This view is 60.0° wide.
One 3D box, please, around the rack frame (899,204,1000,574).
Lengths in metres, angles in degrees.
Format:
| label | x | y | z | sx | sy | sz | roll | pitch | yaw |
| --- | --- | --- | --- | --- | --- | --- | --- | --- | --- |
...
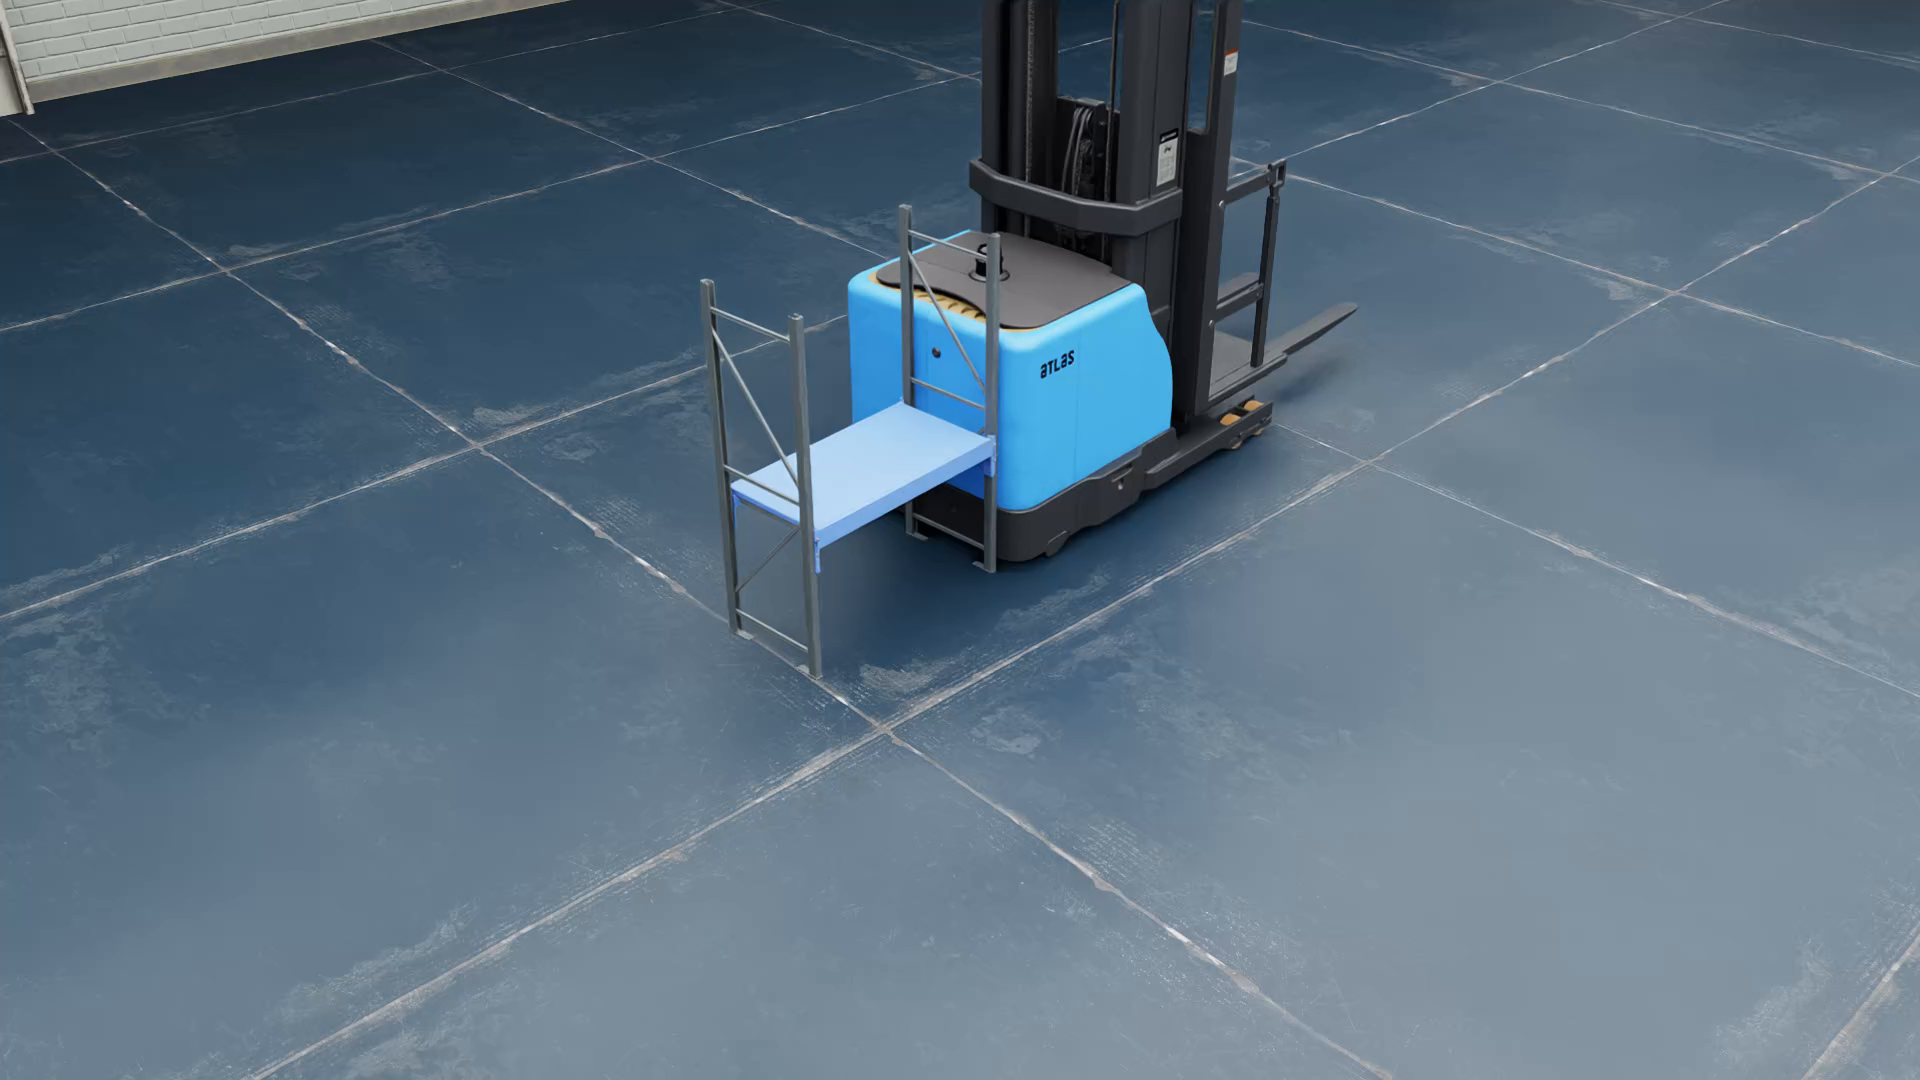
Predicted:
| label | x | y | z | sx | sy | sz | roll | pitch | yaw |
| --- | --- | --- | --- | --- | --- | --- | --- | --- | --- |
| rack frame | -0.043 | -0.588 | 6.774 | 0.500 | 1.500 | 0.032 | 25 | 39 | 35 |

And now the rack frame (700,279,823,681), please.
| label | x | y | z | sx | sy | sz | roll | pitch | yaw |
| --- | --- | --- | --- | --- | --- | --- | --- | --- | --- |
| rack frame | -0.724 | -0.194 | 6.129 | 0.500 | 1.500 | 0.032 | 25 | 39 | 35 |

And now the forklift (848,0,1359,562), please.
| label | x | y | z | sx | sy | sz | roll | pitch | yaw |
| --- | --- | --- | --- | --- | --- | --- | --- | --- | --- |
| forklift | 0.869 | -1.845 | 7.458 | 1.130 | 2.935 | 3.031 | 25 | 39 | 35 |

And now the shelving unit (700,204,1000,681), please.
| label | x | y | z | sx | sy | sz | roll | pitch | yaw |
| --- | --- | --- | --- | --- | --- | --- | --- | --- | --- |
| shelving unit | -0.384 | -0.391 | 6.451 | 0.538 | 1.500 | 1.048 | 25 | 39 | 35 |

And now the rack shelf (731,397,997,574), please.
| label | x | y | z | sx | sy | sz | roll | pitch | yaw |
| --- | --- | --- | --- | --- | --- | --- | --- | --- | --- |
| rack shelf | -0.384 | -0.237 | 6.545 | 0.538 | 0.185 | 1.000 | 25 | 39 | 35 |

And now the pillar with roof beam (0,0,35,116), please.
| label | x | y | z | sx | sy | sz | roll | pitch | yaw |
| --- | --- | --- | --- | --- | --- | --- | --- | --- | --- |
| pillar with roof beam | -4.272 | -5.389 | 7.437 | 0.400 | 9.000 | 9.100 | -26 | 40 | -35 |
